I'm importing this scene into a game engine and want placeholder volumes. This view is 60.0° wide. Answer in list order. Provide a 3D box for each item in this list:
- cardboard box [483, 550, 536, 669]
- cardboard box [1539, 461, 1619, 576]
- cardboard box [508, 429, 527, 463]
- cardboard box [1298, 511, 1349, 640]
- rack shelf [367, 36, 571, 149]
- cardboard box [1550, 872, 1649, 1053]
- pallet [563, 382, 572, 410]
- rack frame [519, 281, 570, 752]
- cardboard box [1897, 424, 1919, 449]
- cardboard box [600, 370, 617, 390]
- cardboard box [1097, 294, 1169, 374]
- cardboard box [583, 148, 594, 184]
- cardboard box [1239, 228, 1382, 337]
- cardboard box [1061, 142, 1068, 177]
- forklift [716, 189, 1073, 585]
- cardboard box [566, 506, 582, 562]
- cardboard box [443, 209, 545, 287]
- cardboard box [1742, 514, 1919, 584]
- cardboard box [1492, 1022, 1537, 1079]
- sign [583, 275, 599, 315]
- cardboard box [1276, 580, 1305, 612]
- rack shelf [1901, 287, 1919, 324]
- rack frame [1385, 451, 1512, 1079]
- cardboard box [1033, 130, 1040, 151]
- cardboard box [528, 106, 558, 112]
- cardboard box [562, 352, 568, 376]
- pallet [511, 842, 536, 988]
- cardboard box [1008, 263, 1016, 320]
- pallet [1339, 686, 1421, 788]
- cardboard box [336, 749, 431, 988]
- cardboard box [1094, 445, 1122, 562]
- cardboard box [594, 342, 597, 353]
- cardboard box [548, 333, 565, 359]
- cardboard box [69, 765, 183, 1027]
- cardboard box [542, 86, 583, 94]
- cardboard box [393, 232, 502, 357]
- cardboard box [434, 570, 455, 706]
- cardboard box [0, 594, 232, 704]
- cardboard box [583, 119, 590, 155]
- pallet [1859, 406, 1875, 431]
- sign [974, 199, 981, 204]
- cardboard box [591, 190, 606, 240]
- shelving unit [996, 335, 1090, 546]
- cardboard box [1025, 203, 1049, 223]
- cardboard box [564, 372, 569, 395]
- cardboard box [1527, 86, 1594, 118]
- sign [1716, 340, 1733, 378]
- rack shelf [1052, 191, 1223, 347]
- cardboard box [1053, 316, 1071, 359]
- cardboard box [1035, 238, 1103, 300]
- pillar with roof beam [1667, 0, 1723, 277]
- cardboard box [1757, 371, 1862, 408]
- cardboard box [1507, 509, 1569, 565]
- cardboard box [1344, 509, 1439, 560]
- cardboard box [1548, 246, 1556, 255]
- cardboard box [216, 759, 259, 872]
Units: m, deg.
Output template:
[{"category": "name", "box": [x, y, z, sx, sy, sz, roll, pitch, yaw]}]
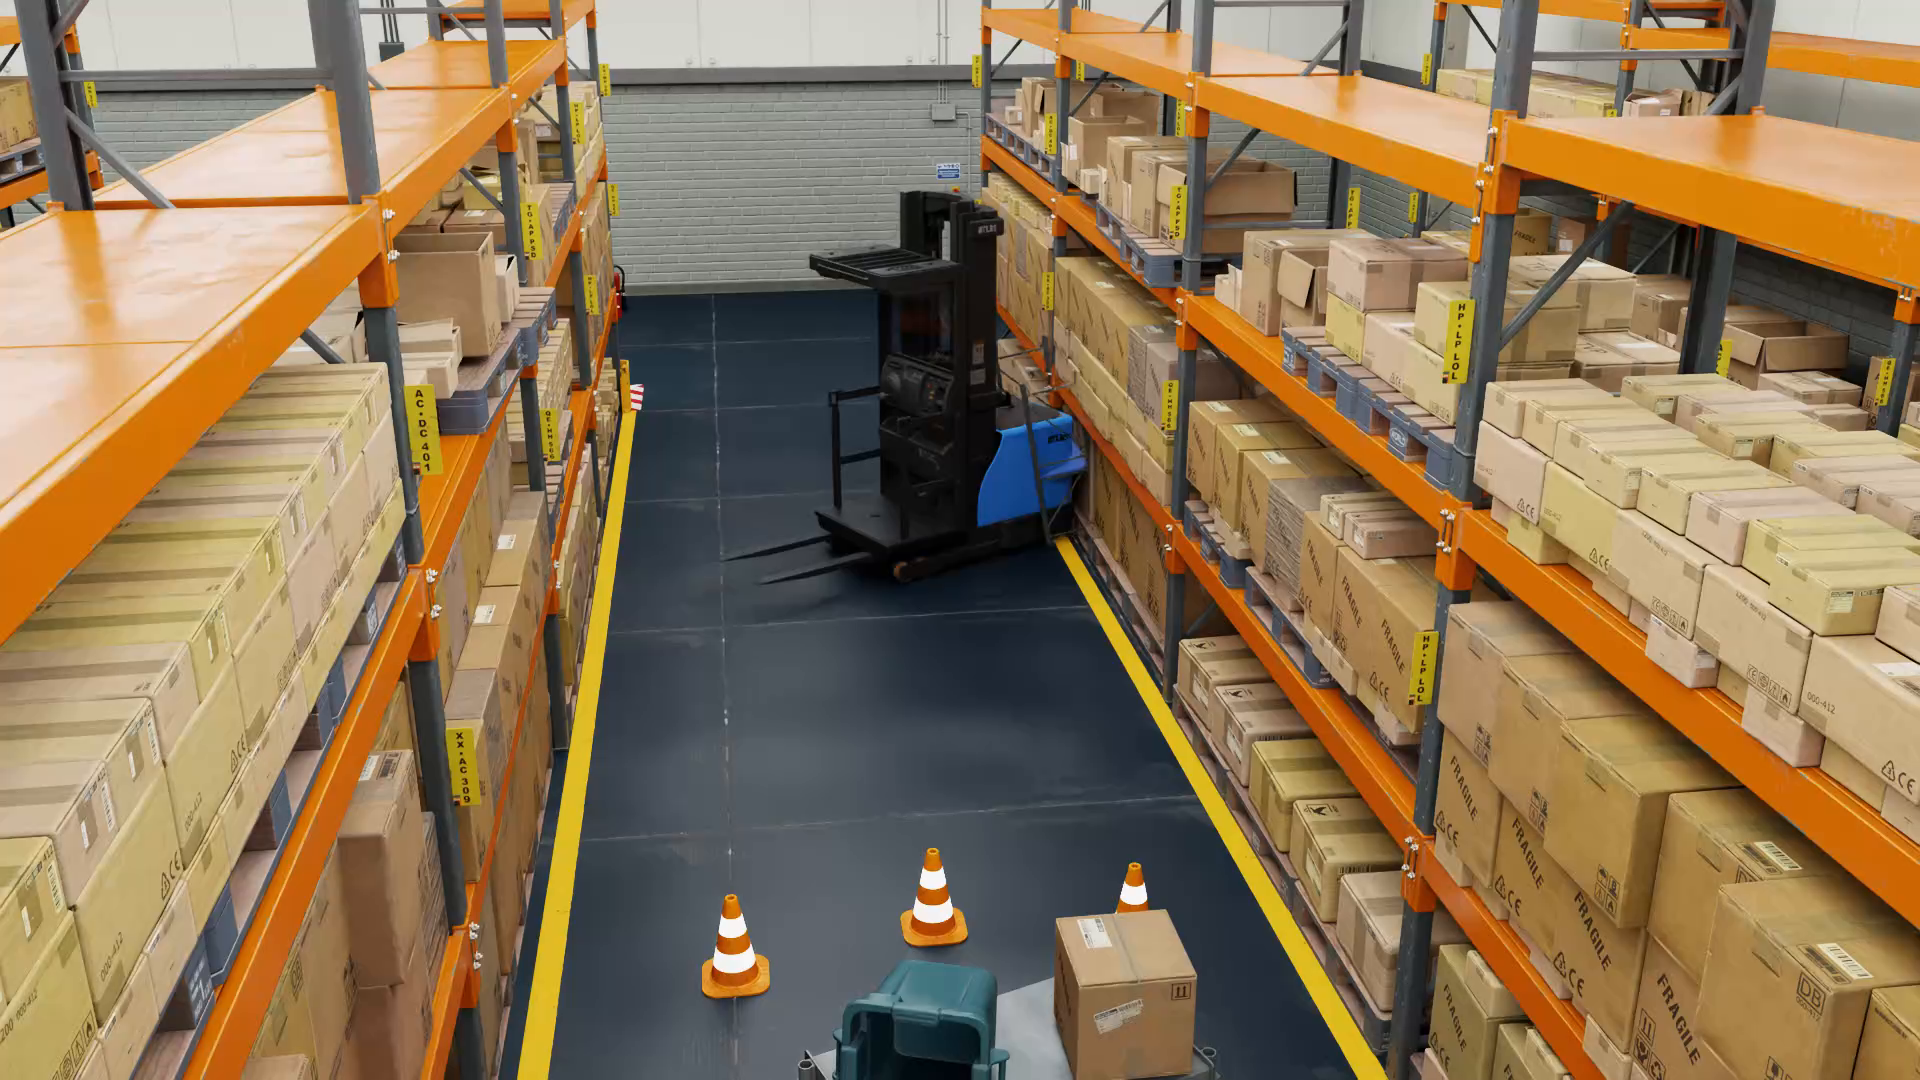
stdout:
[{"category": "cardboard box", "box": [-2.529, 0.385, 8.754, 0.500, 0.500, 0.500, -3, 21, -9]}, {"category": "cardboard box", "box": [2.334, -0.086, 5.661, 0.500, 0.250, 0.500, -3, 21, -8]}, {"category": "cardboard box", "box": [-2.878, -0.585, 10.404, 0.380, 0.149, 0.250, -3, 21, -8]}, {"category": "cardboard box", "box": [2.023, 0.162, 8.326, 0.500, 0.500, 0.500, -2, 21, -6]}, {"category": "rack shelf", "box": [-3.291, -3.035, 11.079, 1.077, 0.370, 4.000, -3, 21, -8]}, {"category": "cardboard box", "box": [2.401, 1.372, 5.689, 0.500, 0.500, 0.500, -3, 21, -8]}, {"category": "pallet", "box": [-3.613, -1.079, 13.093, 1.003, 0.211, 1.213, -3, 21, -8]}, {"category": "rack frame", "box": [-3.002, -0.056, 10.079, 1.000, 3.000, 0.127, -3, 21, -8]}, {"category": "cardboard box", "box": [6.590, -0.589, 11.006, 0.500, 0.250, 0.500, -3, 21, -8]}, {"category": "cardboard box", "box": [-3.686, -1.622, 16.896, 0.380, 0.149, 0.250, -3, 21, -9]}, {"category": "cardboard box", "box": [1.335, -1.547, 12.499, 0.500, 0.500, 0.500, -3, 21, -9]}, {"category": "cardboard box", "box": [-3.521, -3.304, 14.702, 0.500, 0.250, 0.500, -2, 21, -5]}, {"category": "cardboard box", "box": [2.008, -1.464, 9.419, 0.700, 0.500, 0.500, -3, 21, -8]}, {"category": "cardboard box", "box": [1.031, -3.074, 13.463, 0.396, 0.266, 0.258, -3, 21, -8]}, {"category": "forklift", "box": [-0.520, -1.238, 13.343, 3.031, 2.935, 1.130, -15, 25, -34]}, {"category": "cardboard box", "box": [-2.994, -0.032, 11.914, 0.500, 0.250, 0.500, -3, 21, -7]}, {"category": "cardboard box", "box": [-2.821, -1.719, 10.102, 0.500, 0.500, 0.500, -3, 21, -8]}, {"category": "cardboard box", "box": [2.486, 0.043, 4.747, 0.380, 0.149, 0.250, -3, 21, -7]}, {"category": "cardboard box", "box": [2.365, 2.187, 6.332, 0.500, 0.500, 0.500, -2, 21, -6]}, {"category": "sign", "box": [-3.030, -2.013, 13.663, 0.100, 0.325, 0.005, -3, 21, -8]}, {"category": "cardboard box", "box": [1.929, 0.264, 8.981, 0.380, 0.149, 0.250, -2, 21, -6]}, {"category": "rack shelf", "box": [7.081, -0.968, 9.262, 1.077, 0.370, 4.000, -3, 21, -8]}, {"category": "rack frame", "box": [2.458, 1.044, 7.133, 1.000, 3.000, 0.127, -3, 21, -8]}, {"category": "cardboard box", "box": [0.858, -3.553, 14.771, 0.380, 0.149, 0.250, -2, 21, -6]}, {"category": "cardboard box", "box": [-3.530, -3.671, 14.400, 0.380, 0.149, 0.250, -4, 21, -9]}, {"category": "cardboard box", "box": [-3.254, -1.354, 12.889, 0.380, 0.149, 0.250, -2, 21, -5]}, {"category": "pallet", "box": [-2.791, 1.948, 8.698, 1.003, 0.211, 1.213, -3, 21, -8]}, {"category": "cardboard box", "box": [0.758, -2.453, 16.355, 0.500, 0.500, 0.500, -2, 21, -6]}, {"category": "pallet", "box": [2.492, 0.862, 7.895, 1.003, 0.211, 1.213, -3, 21, -8]}, {"category": "cardboard box", "box": [-2.212, 1.067, 5.315, 0.875, 0.550, 0.550, -3, 21, -8]}, {"category": "cardboard box", "box": [1.611, -0.404, 13.447, 0.875, 0.875, 0.875, -2, 21, -6]}, {"category": "cardboard box", "box": [-3.502, -1.798, 15.103, 0.380, 0.149, 0.250, -3, 21, -7]}, {"category": "cardboard box", "box": [-3.253, -1.487, 12.819, 0.380, 0.149, 0.250, -4, 21, -9]}, {"category": "cardboard box", "box": [-1.739, 0.640, 2.974, 0.500, 0.250, 0.500, -3, 21, -8]}, {"category": "cardboard box", "box": [-3.840, -4.302, 16.091, 0.380, 0.149, 0.250, -4, 21, -9]}, {"category": "cardboard box", "box": [-2.475, -1.164, 7.872, 0.500, 0.500, 0.500, -3, 21, -8]}, {"category": "cardboard box", "box": [-2.579, 0.464, 7.115, 0.700, 0.500, 0.500, -3, 21, -9]}, {"category": "cardboard box", "box": [-1.764, 0.237, 3.483, 0.380, 0.149, 0.250, -3, 21, -8]}, {"category": "cardboard box", "box": [-3.537, -3.537, 14.610, 0.500, 0.250, 0.500, -3, 21, -7]}, {"category": "pallet", "box": [6.626, -0.734, 12.168, 1.213, 0.211, 1.003, -3, 21, -8]}, {"category": "sign", "box": [0.178, -3.527, 18.023, 0.100, 0.325, 0.005, -3, 21, -8]}, {"category": "cardboard box", "box": [-3.770, -3.159, 16.390, 0.500, 0.500, 0.500, -4, 21, -10]}, {"category": "shelving unit", "box": [0.744, -0.851, 14.275, 0.538, 1.500, 1.048, -14, 26, -7]}, {"category": "cardboard box", "box": [0.824, -3.081, 15.680, 0.380, 0.149, 0.250, -3, 21, -9]}, {"category": "cardboard box", "box": [-3.254, -1.216, 12.944, 0.380, 0.149, 0.250, -3, 21, -8]}, {"category": "cardboard box", "box": [5.759, -4.200, 15.961, 0.500, 0.250, 0.500, -3, 21, -7]}, {"category": "sign", "box": [2.994, -0.633, 6.598, 0.100, 0.325, 0.005, -3, 21, -8]}, {"category": "rack shelf", "box": [1.593, -2.101, 12.296, 1.077, 0.370, 4.000, -3, 21, -8]}, {"category": "cardboard box", "box": [1.089, -1.723, 14.042, 0.500, 0.250, 0.500, -4, 21, -9]}, {"category": "cardboard box", "box": [0.964, -2.390, 14.757, 0.500, 0.500, 0.500, -3, 21, -8]}, {"category": "pillar with roof beam", "box": [2.748, -4.857, 14.359, 9.100, 9.000, 0.400, -3, 21, -8]}, {"category": "cardboard box", "box": [6.320, -1.068, 12.402, 0.500, 0.250, 0.500, -4, 21, -10]}, {"category": "cardboard box", "box": [2.240, -0.029, 6.080, 0.380, 0.149, 0.250, -3, 21, -8]}, {"category": "cardboard box", "box": [2.056, -0.029, 7.911, 0.380, 0.149, 0.250, -4, 21, -9]}, {"category": "cardboard box", "box": [6.108, -2.935, 17.577, 0.500, 0.250, 0.500, -2, 21, -6]}, {"category": "cardboard box", "box": [-1.763, 0.611, 3.622, 0.380, 0.149, 0.250, -3, 21, -8]}]
